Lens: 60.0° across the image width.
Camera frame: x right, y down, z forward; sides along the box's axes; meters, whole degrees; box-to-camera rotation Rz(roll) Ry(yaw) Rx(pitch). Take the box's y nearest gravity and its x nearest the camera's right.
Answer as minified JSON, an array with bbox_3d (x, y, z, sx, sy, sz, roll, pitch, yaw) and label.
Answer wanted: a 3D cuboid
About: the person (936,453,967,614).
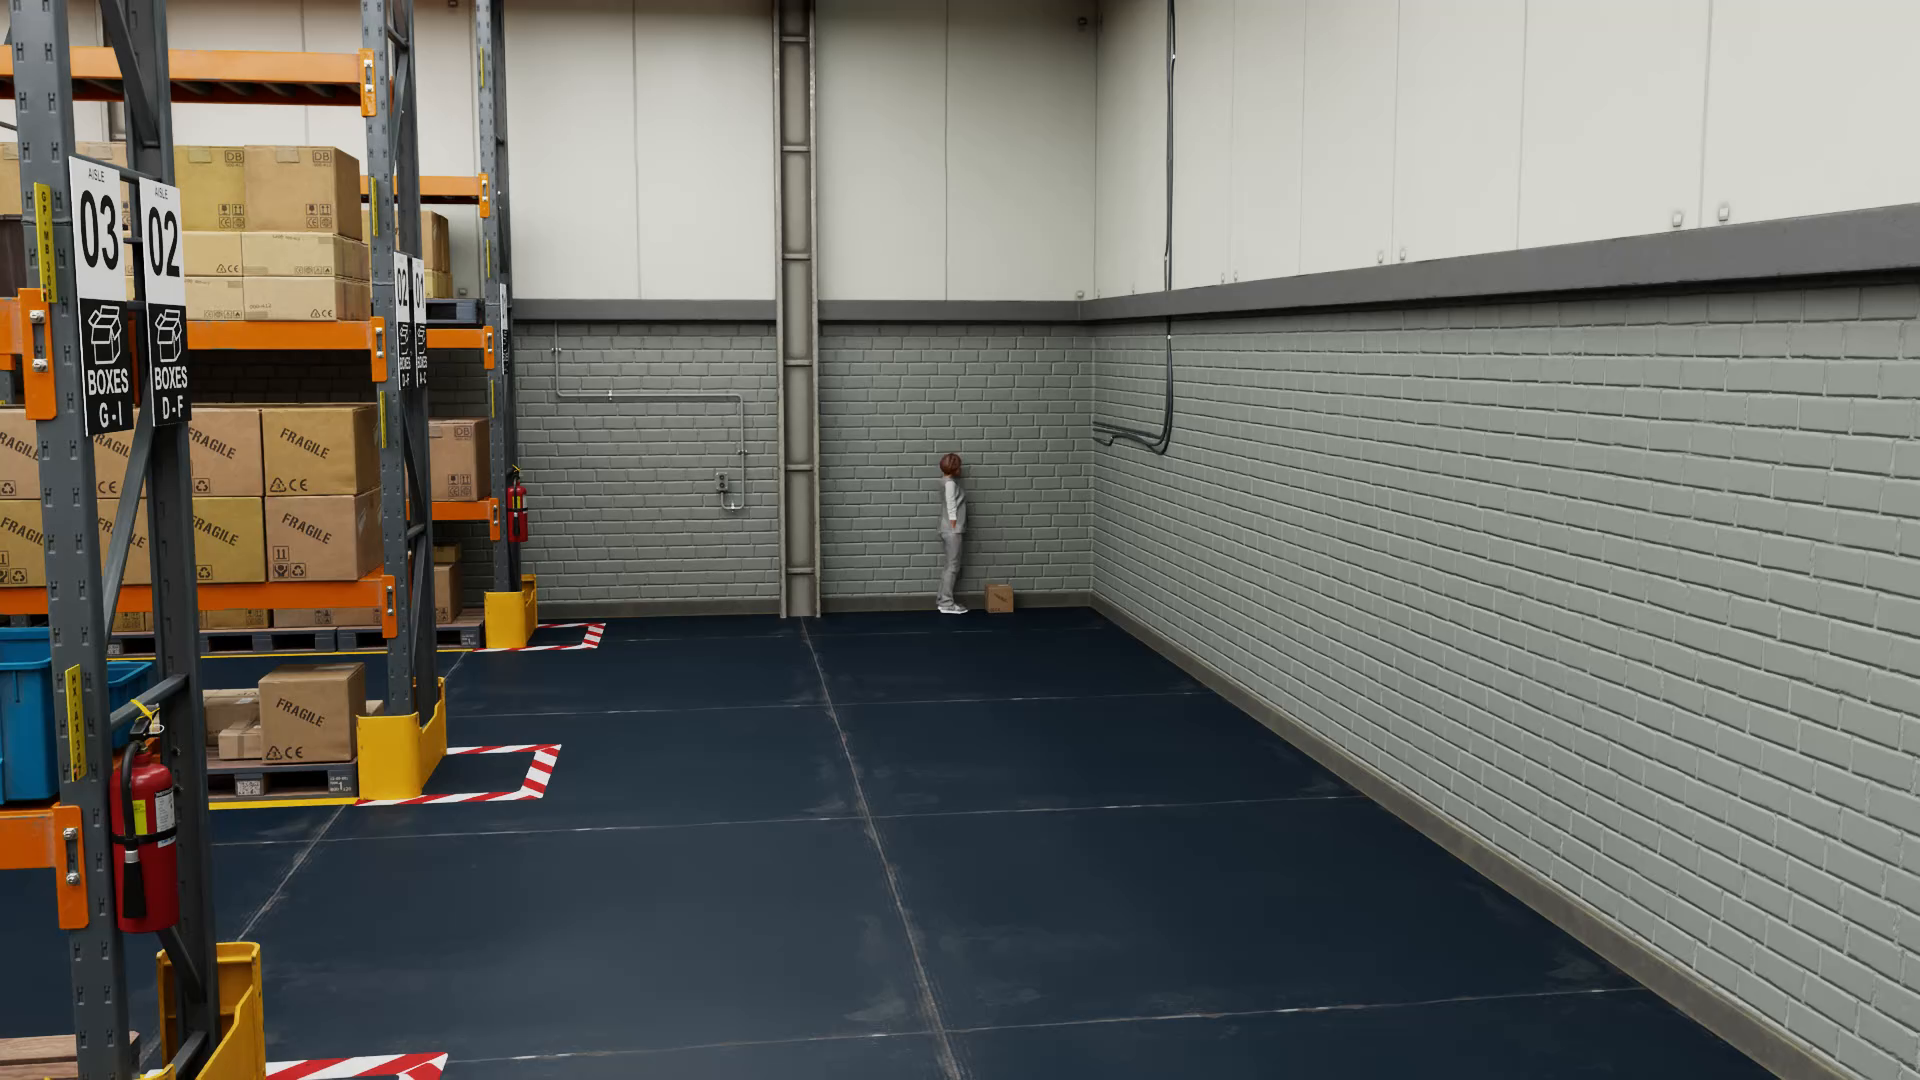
[{"bbox_3d":[-0.083,-0.069,16.630,0.309,1.594,0.406,-1,7,-7],"label":"person"}]
